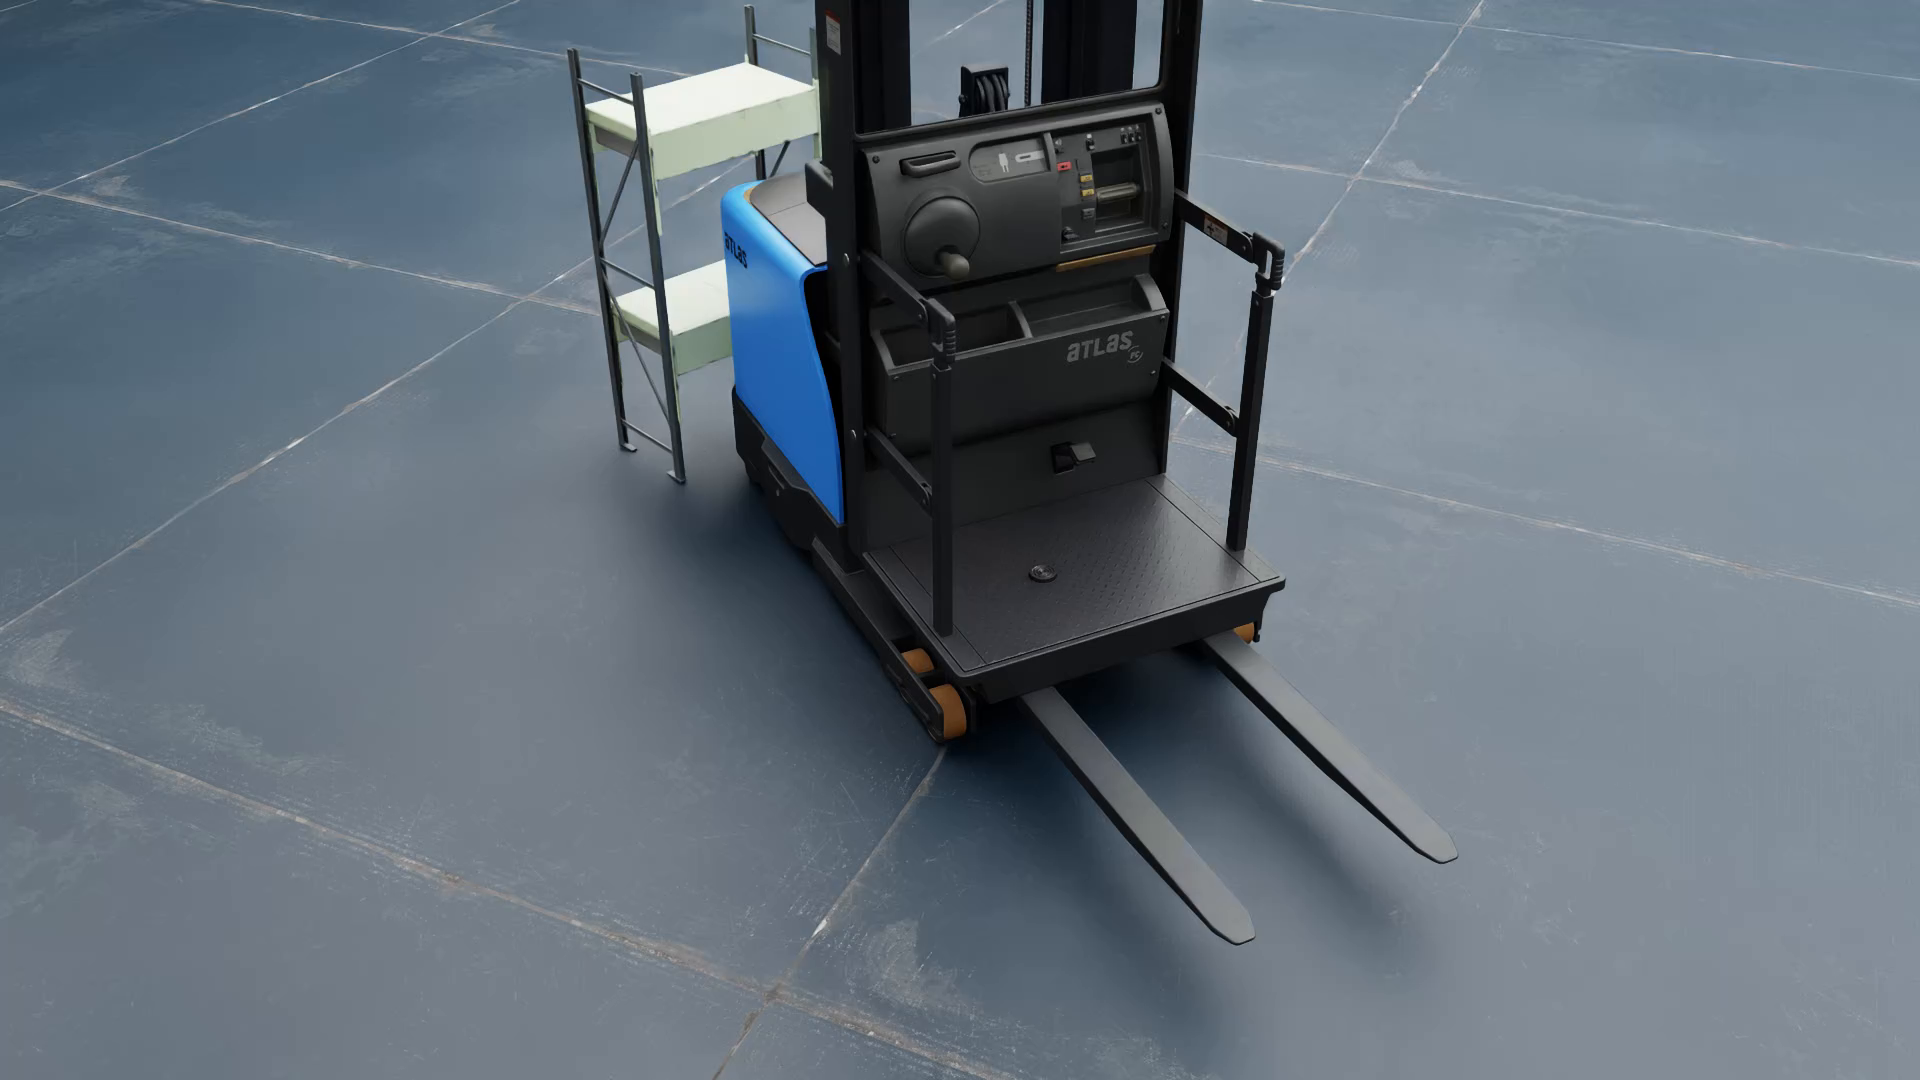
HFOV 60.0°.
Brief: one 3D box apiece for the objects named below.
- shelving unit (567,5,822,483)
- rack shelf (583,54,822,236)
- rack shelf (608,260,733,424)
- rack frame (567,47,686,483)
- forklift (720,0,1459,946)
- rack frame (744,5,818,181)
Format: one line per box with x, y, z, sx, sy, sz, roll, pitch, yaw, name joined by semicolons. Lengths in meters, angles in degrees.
-0.885;-1.057;5.993;0.755;1.500;0.431;-28;42;-35;shelving unit
-0.886;-1.385;5.780;0.720;0.370;0.431;-28;42;-35;rack shelf
-0.884;-0.784;6.170;0.720;0.370;0.431;-28;42;-35;rack shelf
-1.150;-0.919;5.781;0.023;1.500;0.400;-28;42;-35;rack frame
0.278;-0.916;4.474;1.130;2.935;3.031;-15;36;-22;forklift
-0.620;-1.196;6.204;0.023;1.500;0.400;-28;42;-35;rack frame
